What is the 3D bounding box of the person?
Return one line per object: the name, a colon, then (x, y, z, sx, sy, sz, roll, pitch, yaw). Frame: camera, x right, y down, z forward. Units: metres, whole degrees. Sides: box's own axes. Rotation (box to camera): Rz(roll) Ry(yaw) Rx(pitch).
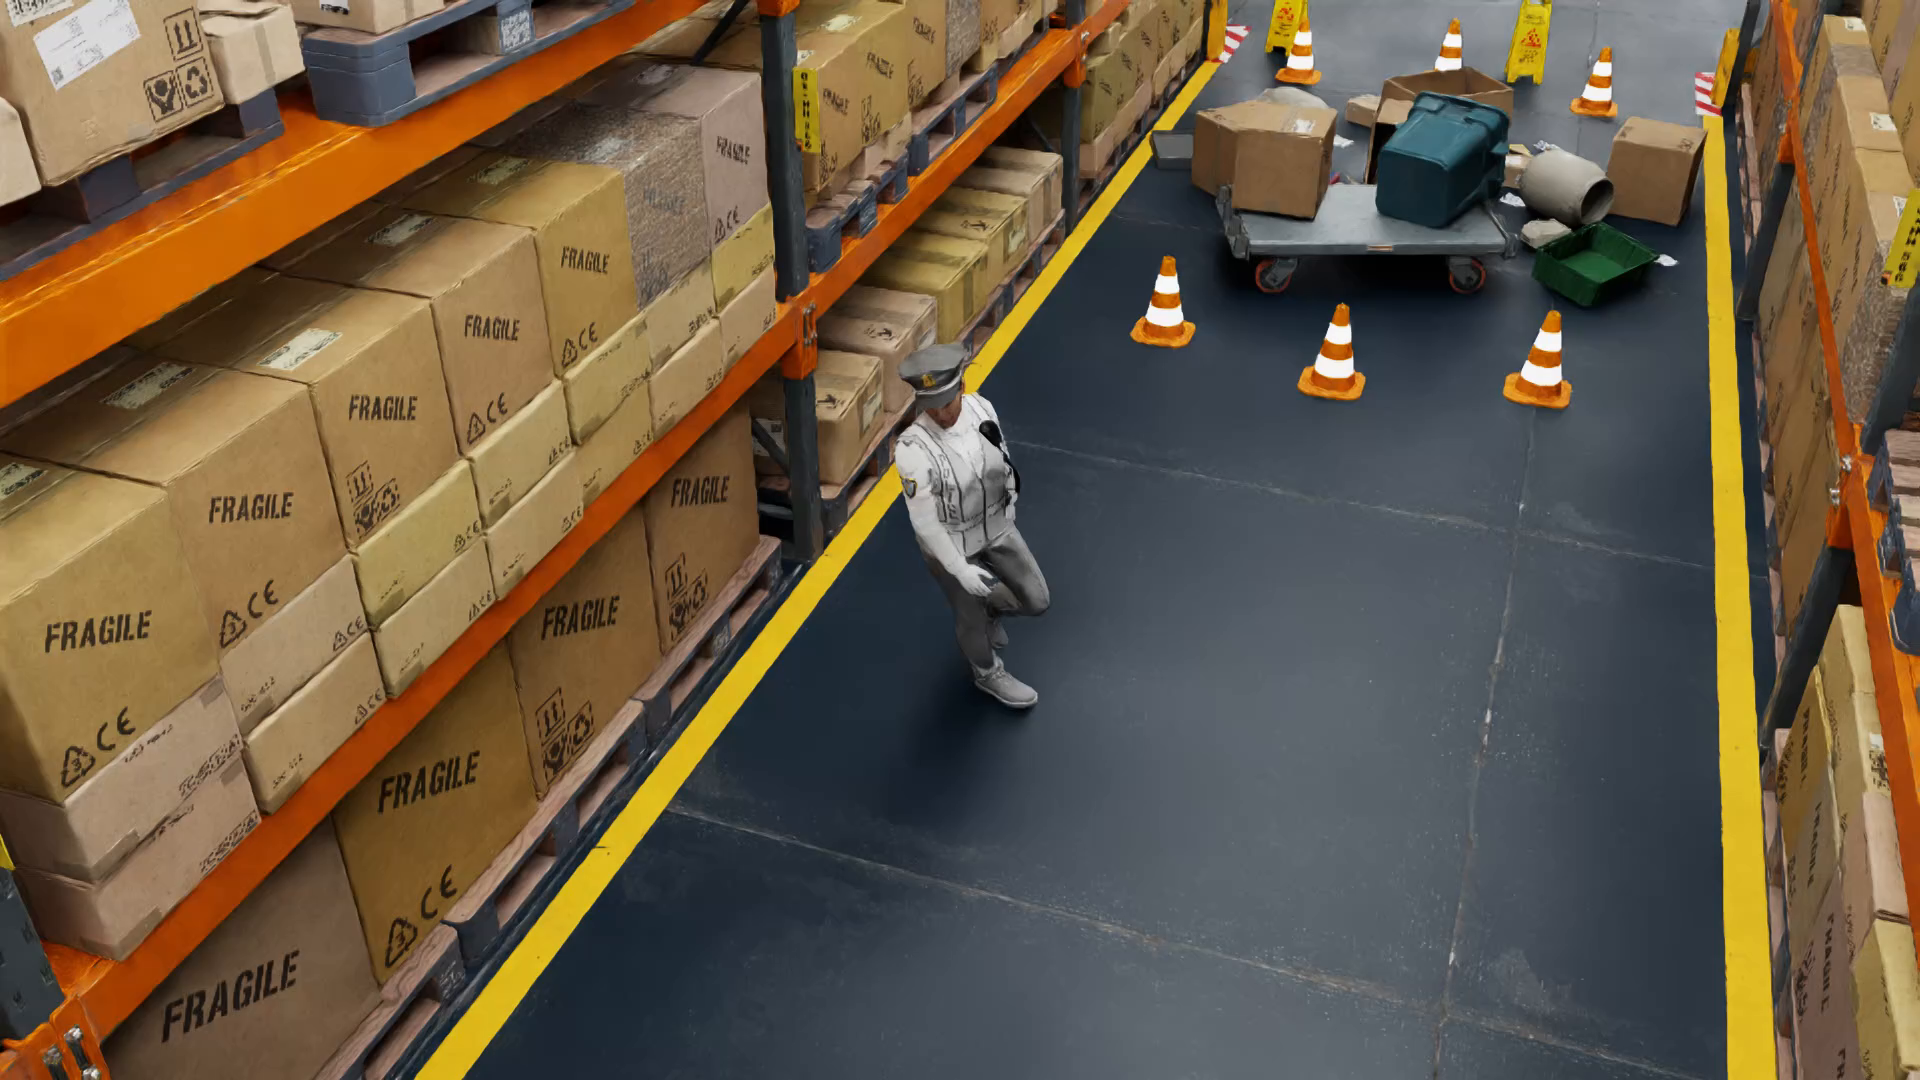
person: (0.026, -0.032, 6.182, 0.625, 1.625, 0.488, -23, 40, -31)
